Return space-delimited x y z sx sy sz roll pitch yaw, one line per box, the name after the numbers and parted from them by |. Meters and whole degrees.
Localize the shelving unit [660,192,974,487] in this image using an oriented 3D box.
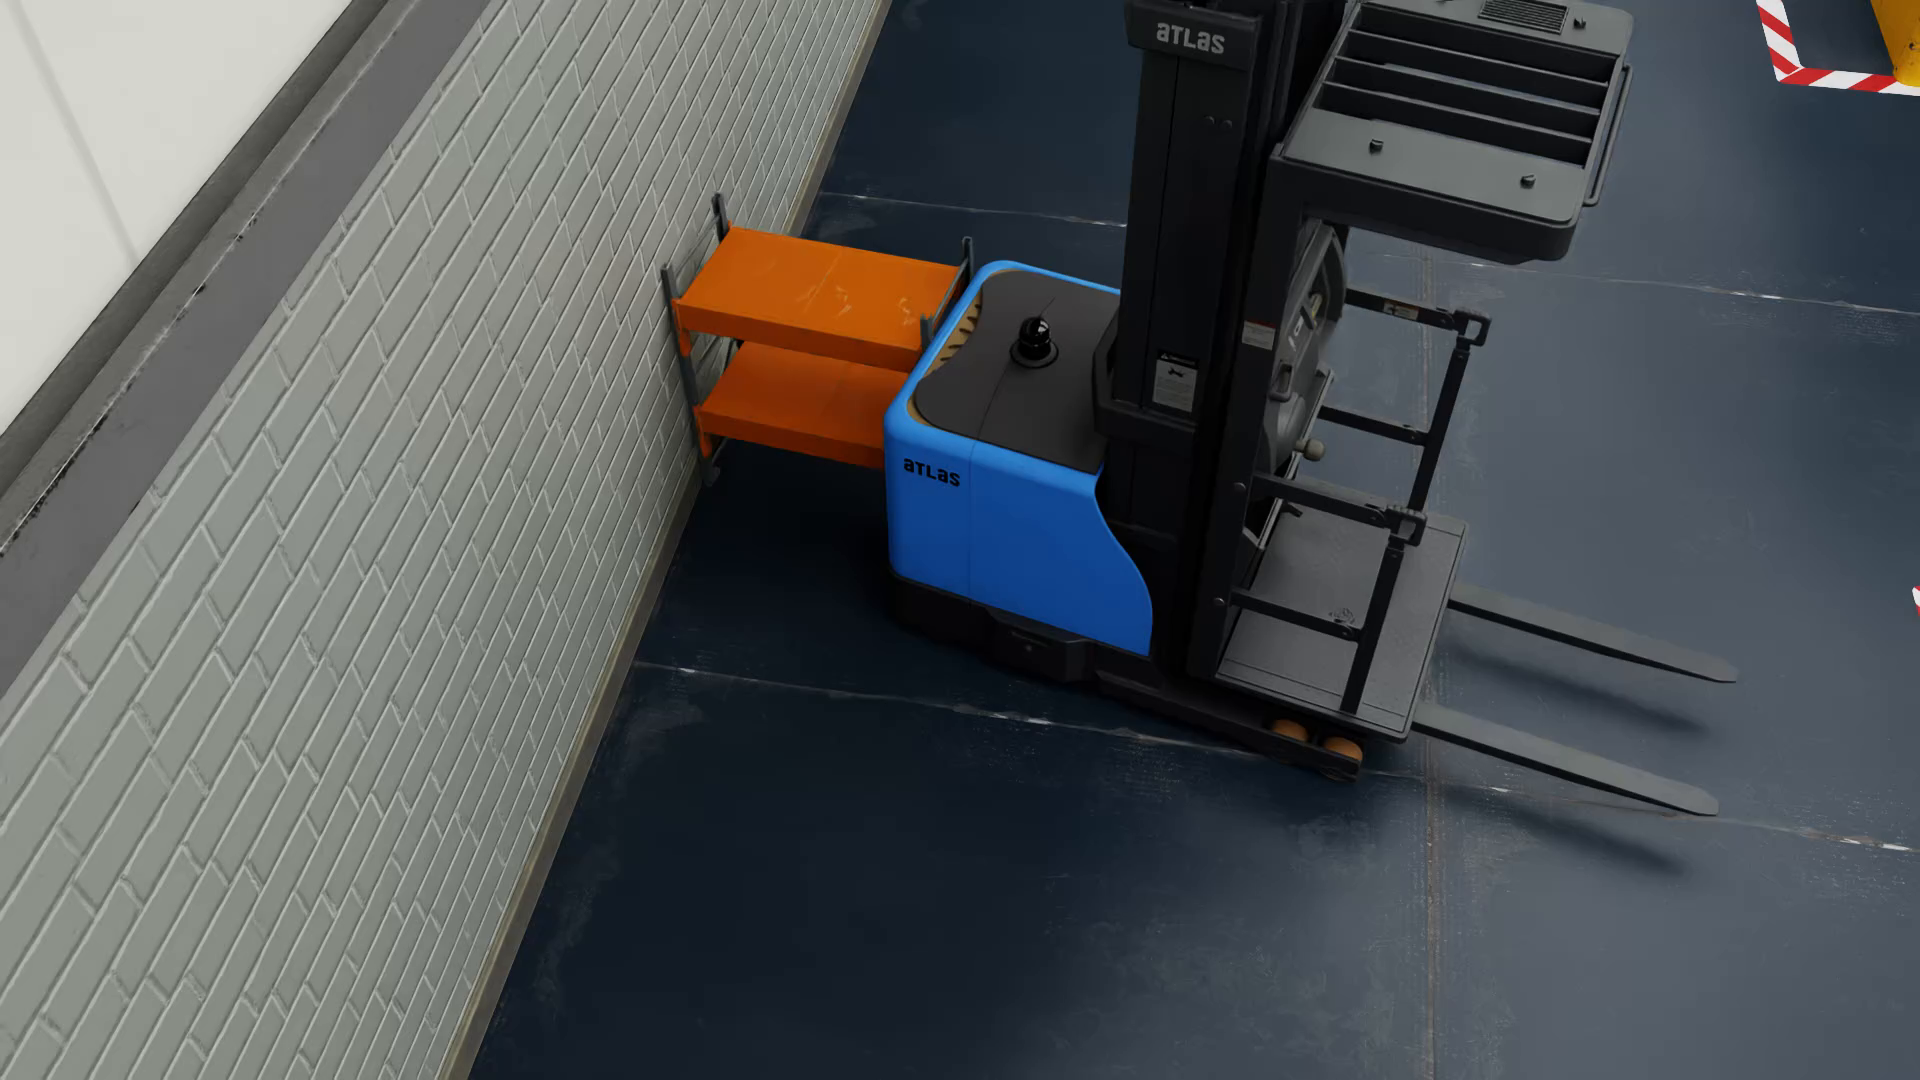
-0.508 -0.674 6.547 1.048 1.125 0.538 13 49 14 | shelving unit

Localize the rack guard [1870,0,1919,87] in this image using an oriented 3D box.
5.297 -3.012 9.092 0.348 0.500 1.175 8 49 7 | rack guard

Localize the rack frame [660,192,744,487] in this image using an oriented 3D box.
-0.989 -0.782 6.672 0.032 1.125 0.500 13 49 14 | rack frame

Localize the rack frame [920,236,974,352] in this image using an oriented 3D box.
-0.027 -0.566 6.422 0.032 1.125 0.500 13 49 14 | rack frame

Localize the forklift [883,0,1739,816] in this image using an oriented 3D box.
1.286 -0.573 5.266 3.031 2.935 1.130 18 50 15 | forklift

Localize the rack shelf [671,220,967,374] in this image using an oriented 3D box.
-0.519 -0.874 6.333 1.000 0.278 0.538 13 49 14 | rack shelf

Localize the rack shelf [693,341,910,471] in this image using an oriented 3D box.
-0.499 -0.507 6.725 1.000 0.278 0.538 13 49 14 | rack shelf
